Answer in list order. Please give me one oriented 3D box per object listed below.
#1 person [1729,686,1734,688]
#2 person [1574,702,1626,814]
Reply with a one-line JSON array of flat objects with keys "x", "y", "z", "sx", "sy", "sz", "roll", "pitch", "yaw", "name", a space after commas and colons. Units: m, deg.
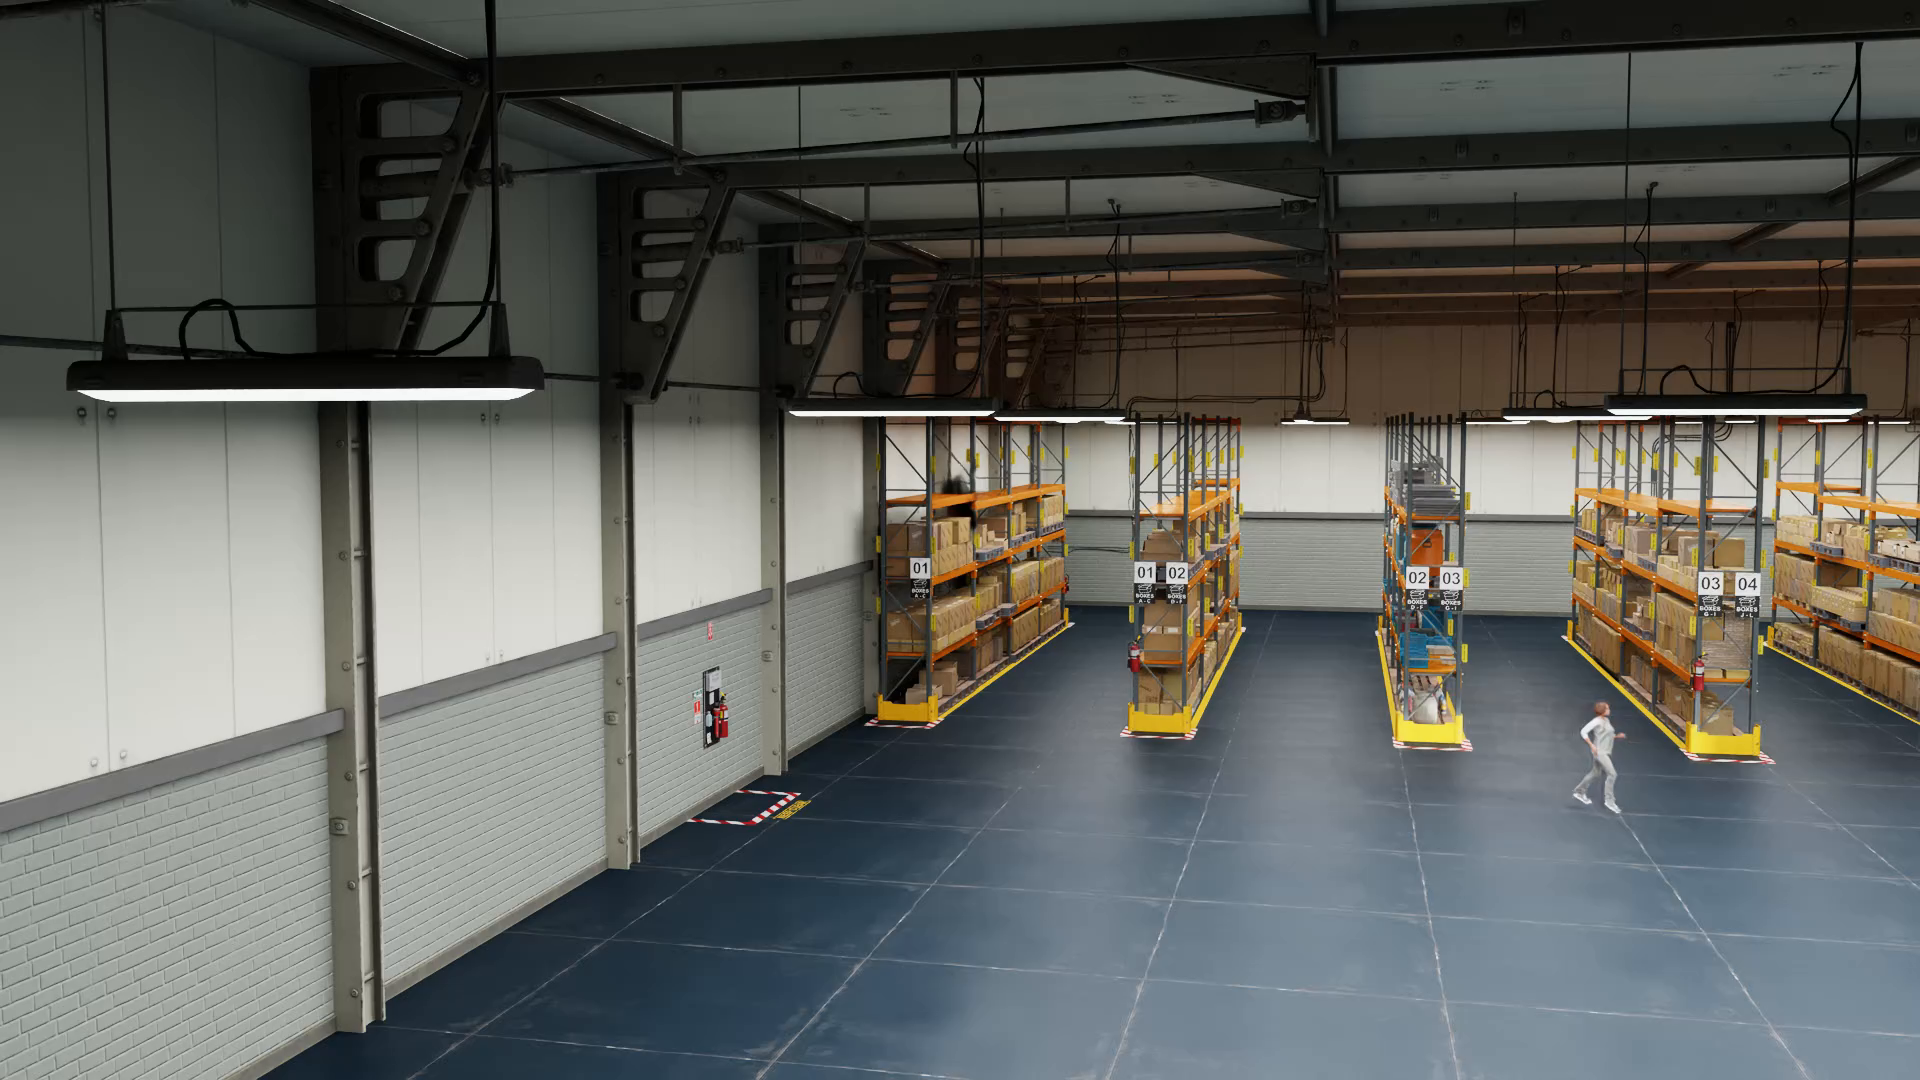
[{"x": 17.099, "y": 2.438, "z": 36.750, "sx": 0.503, "sy": 1.634, "sz": 0.698, "roll": 0, "pitch": 4, "yaw": 5, "name": "person"}, {"x": 9.571, "y": 3.231, "z": 24.887, "sx": 0.737, "sy": 1.643, "sz": 0.510, "roll": 2, "pitch": 5, "yaw": 32, "name": "person"}]
